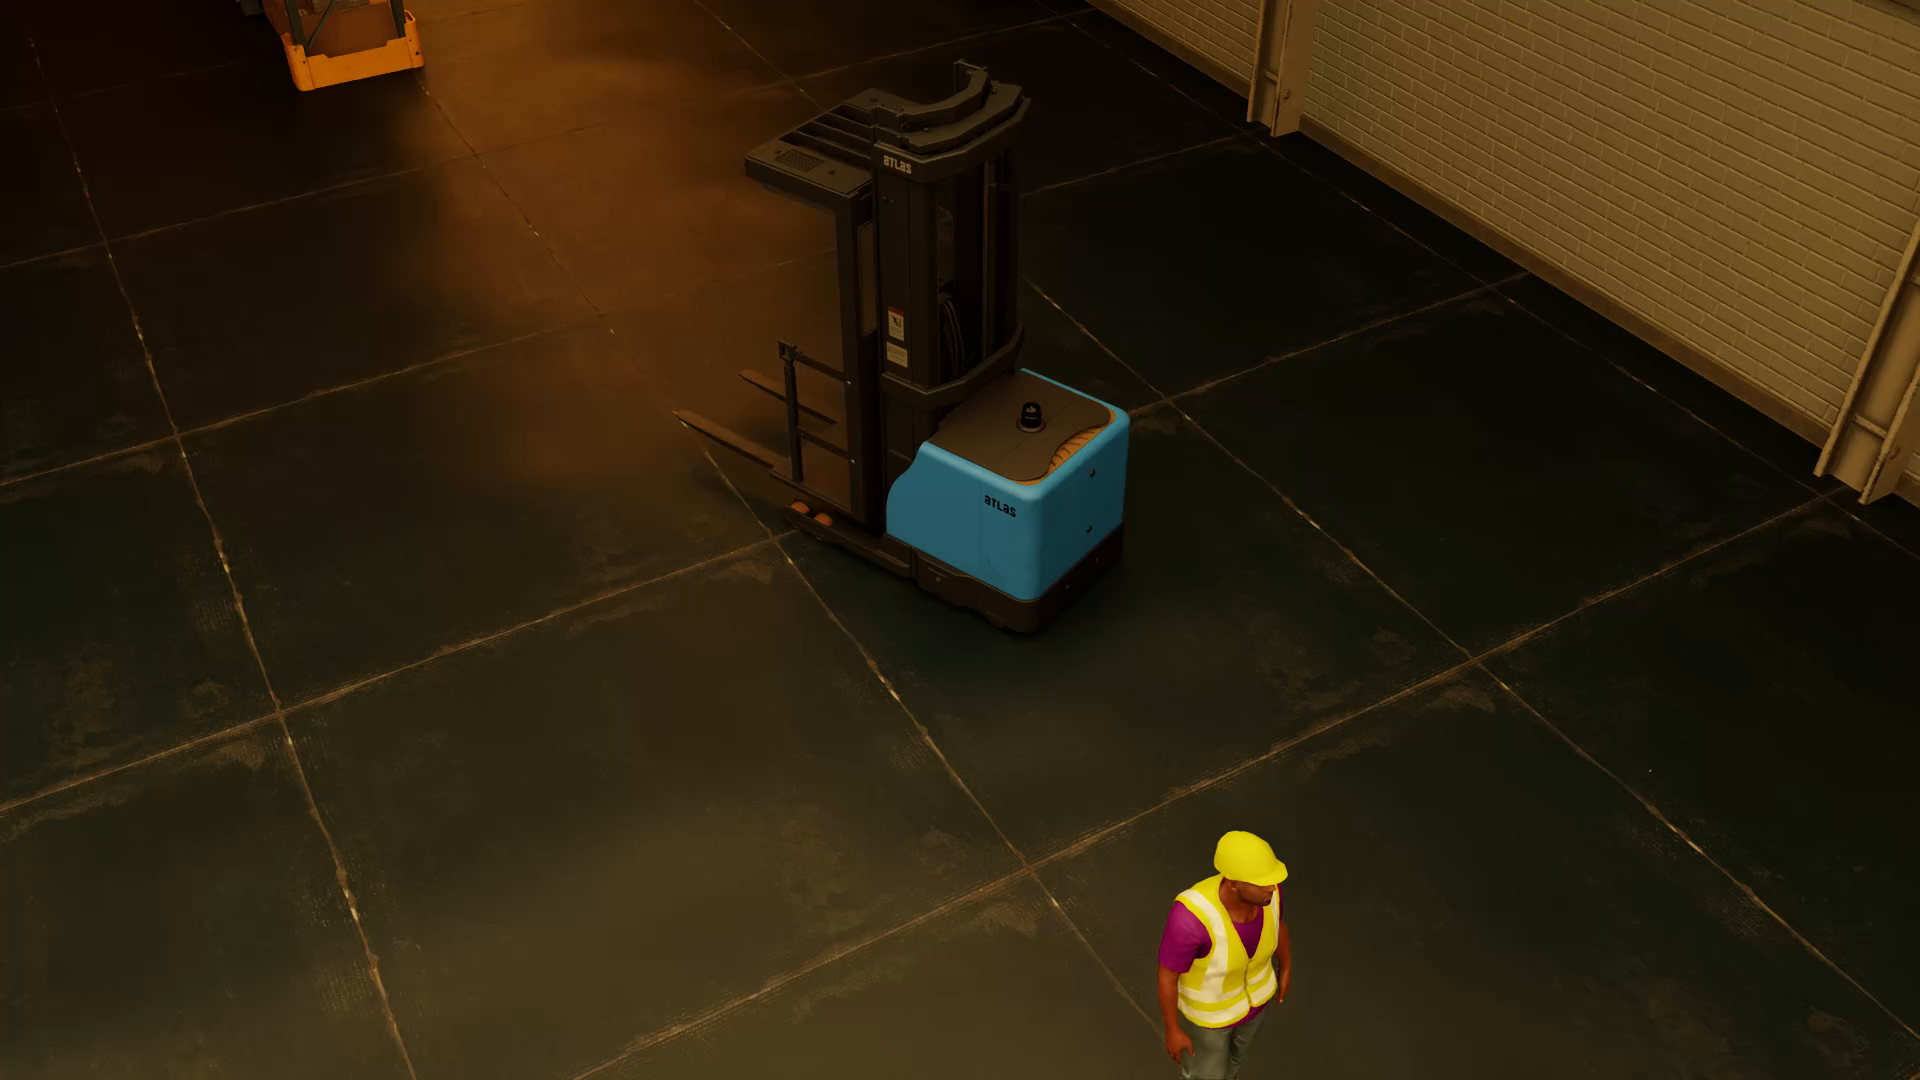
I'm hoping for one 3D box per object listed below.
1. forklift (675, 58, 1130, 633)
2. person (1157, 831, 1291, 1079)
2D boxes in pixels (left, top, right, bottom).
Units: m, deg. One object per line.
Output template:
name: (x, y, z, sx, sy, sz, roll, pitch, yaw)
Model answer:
forklift: (-0.481, -1.366, 9.683, 3.031, 2.935, 1.130, 26, 46, 28)
person: (1.113, 1.882, 6.668, 0.665, 1.768, 0.575, -24, 45, -26)
